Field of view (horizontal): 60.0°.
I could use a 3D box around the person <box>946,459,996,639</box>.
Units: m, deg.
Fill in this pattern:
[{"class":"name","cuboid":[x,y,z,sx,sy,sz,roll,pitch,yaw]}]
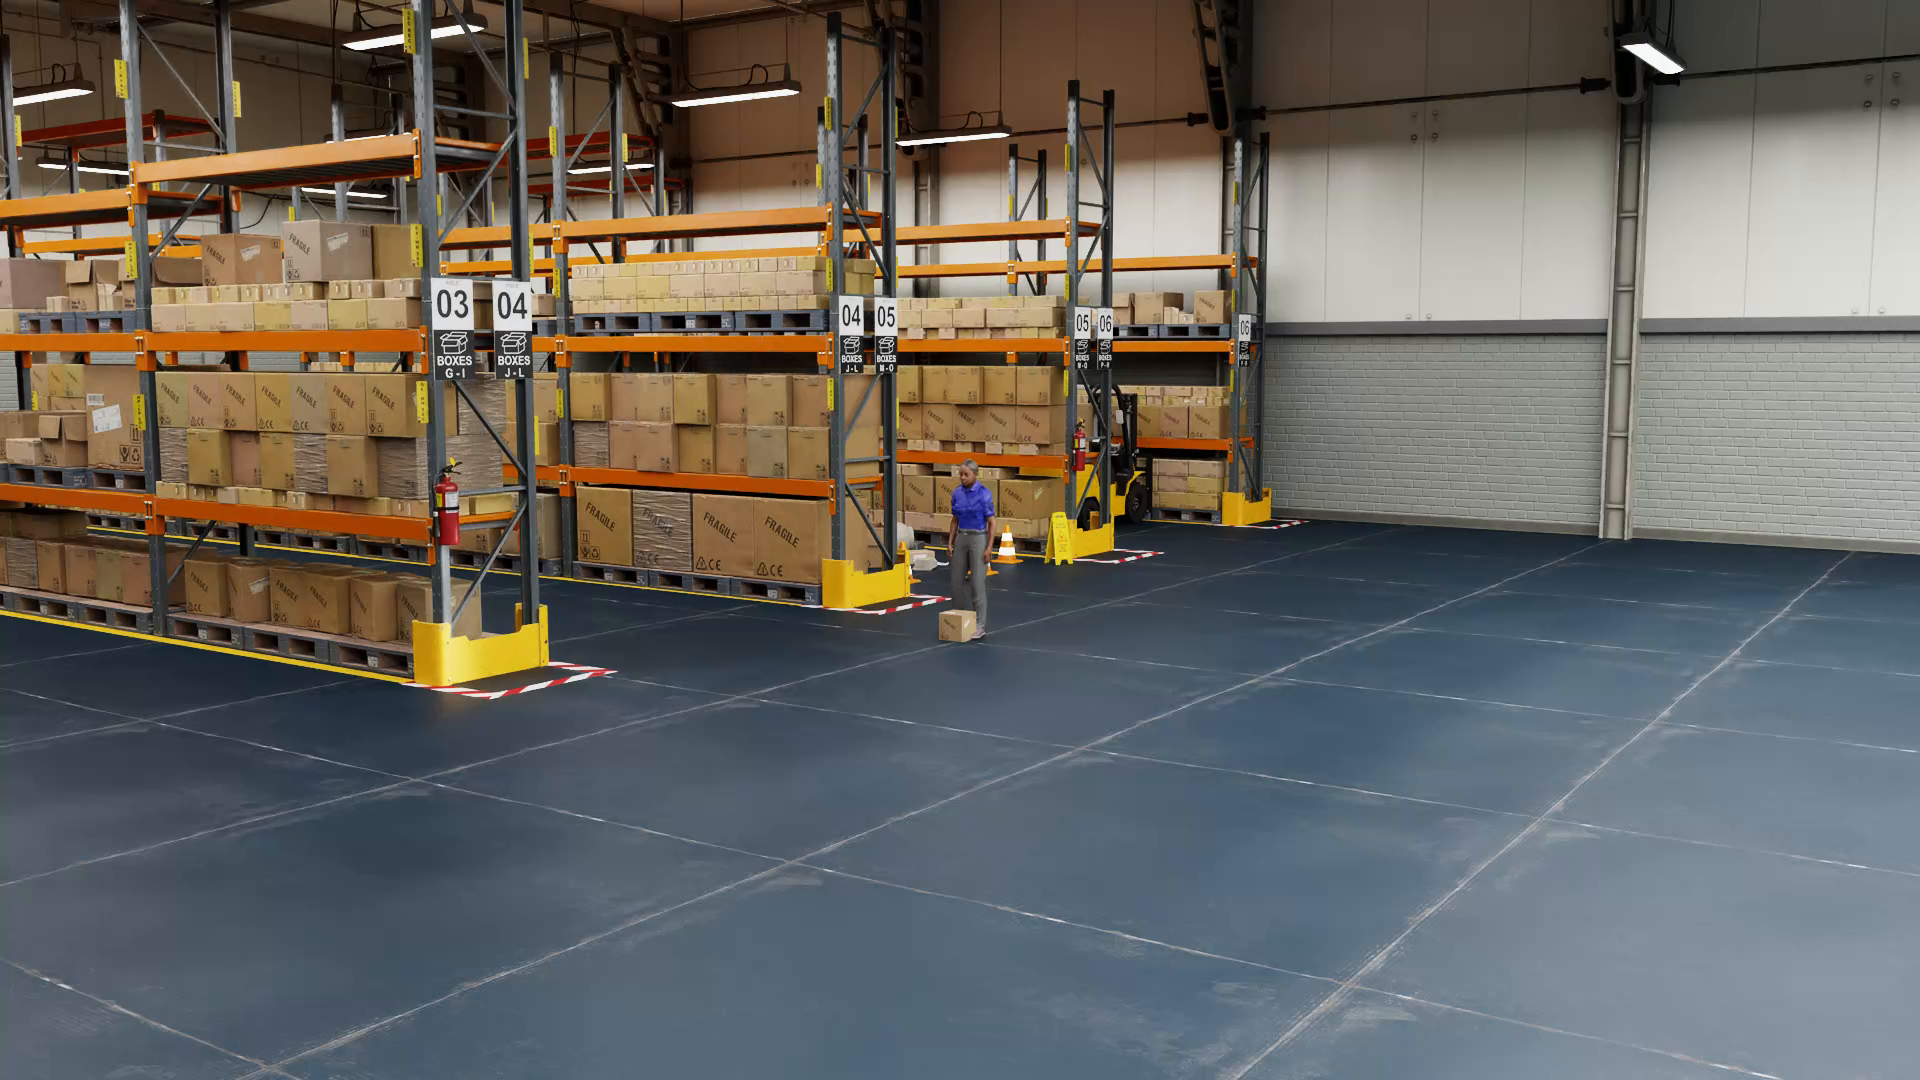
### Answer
[{"class":"person","cuboid":[0.085,0.071,15.395,0.505,1.655,0.392,4,8,34]}]
